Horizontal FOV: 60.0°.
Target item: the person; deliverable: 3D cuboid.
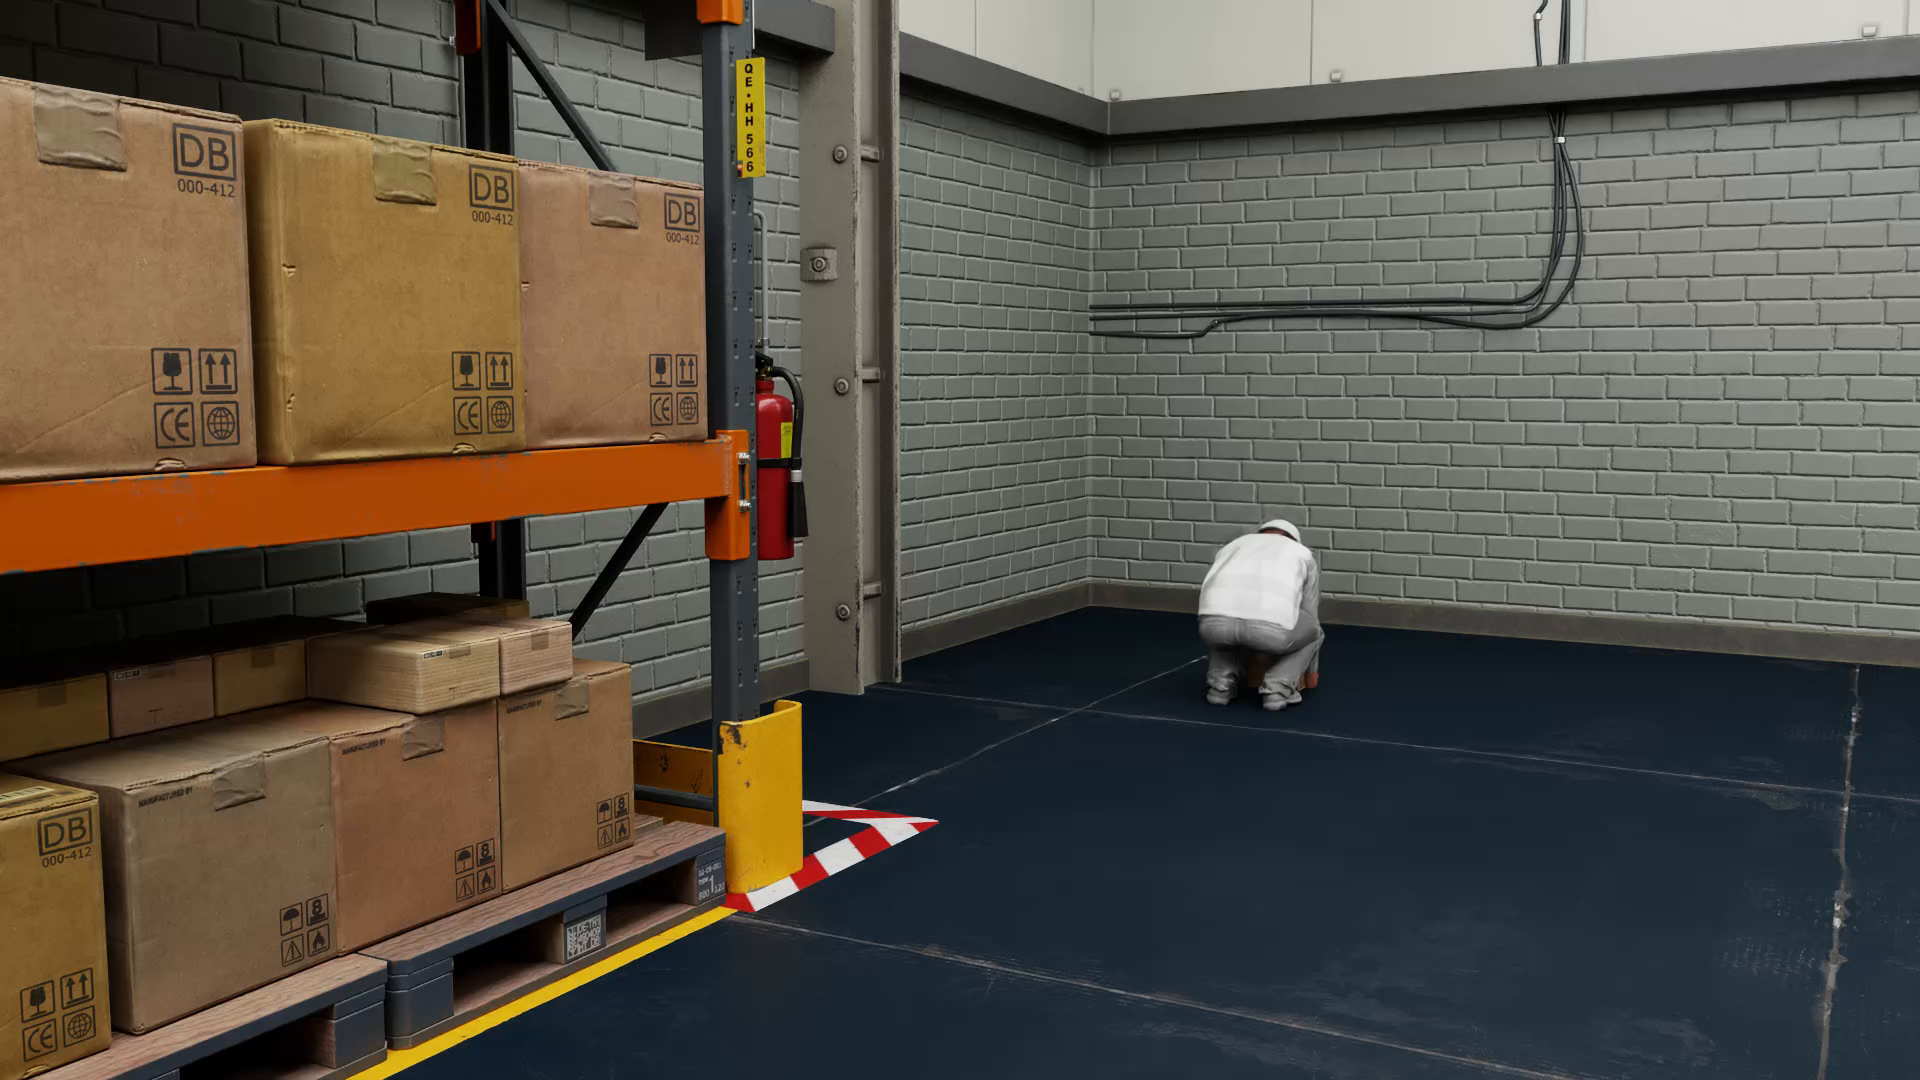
[{"bbox_3d":[1.396,0.365,7.636,0.527,0.860,0.953,3,7,28],"label":"person"}]
